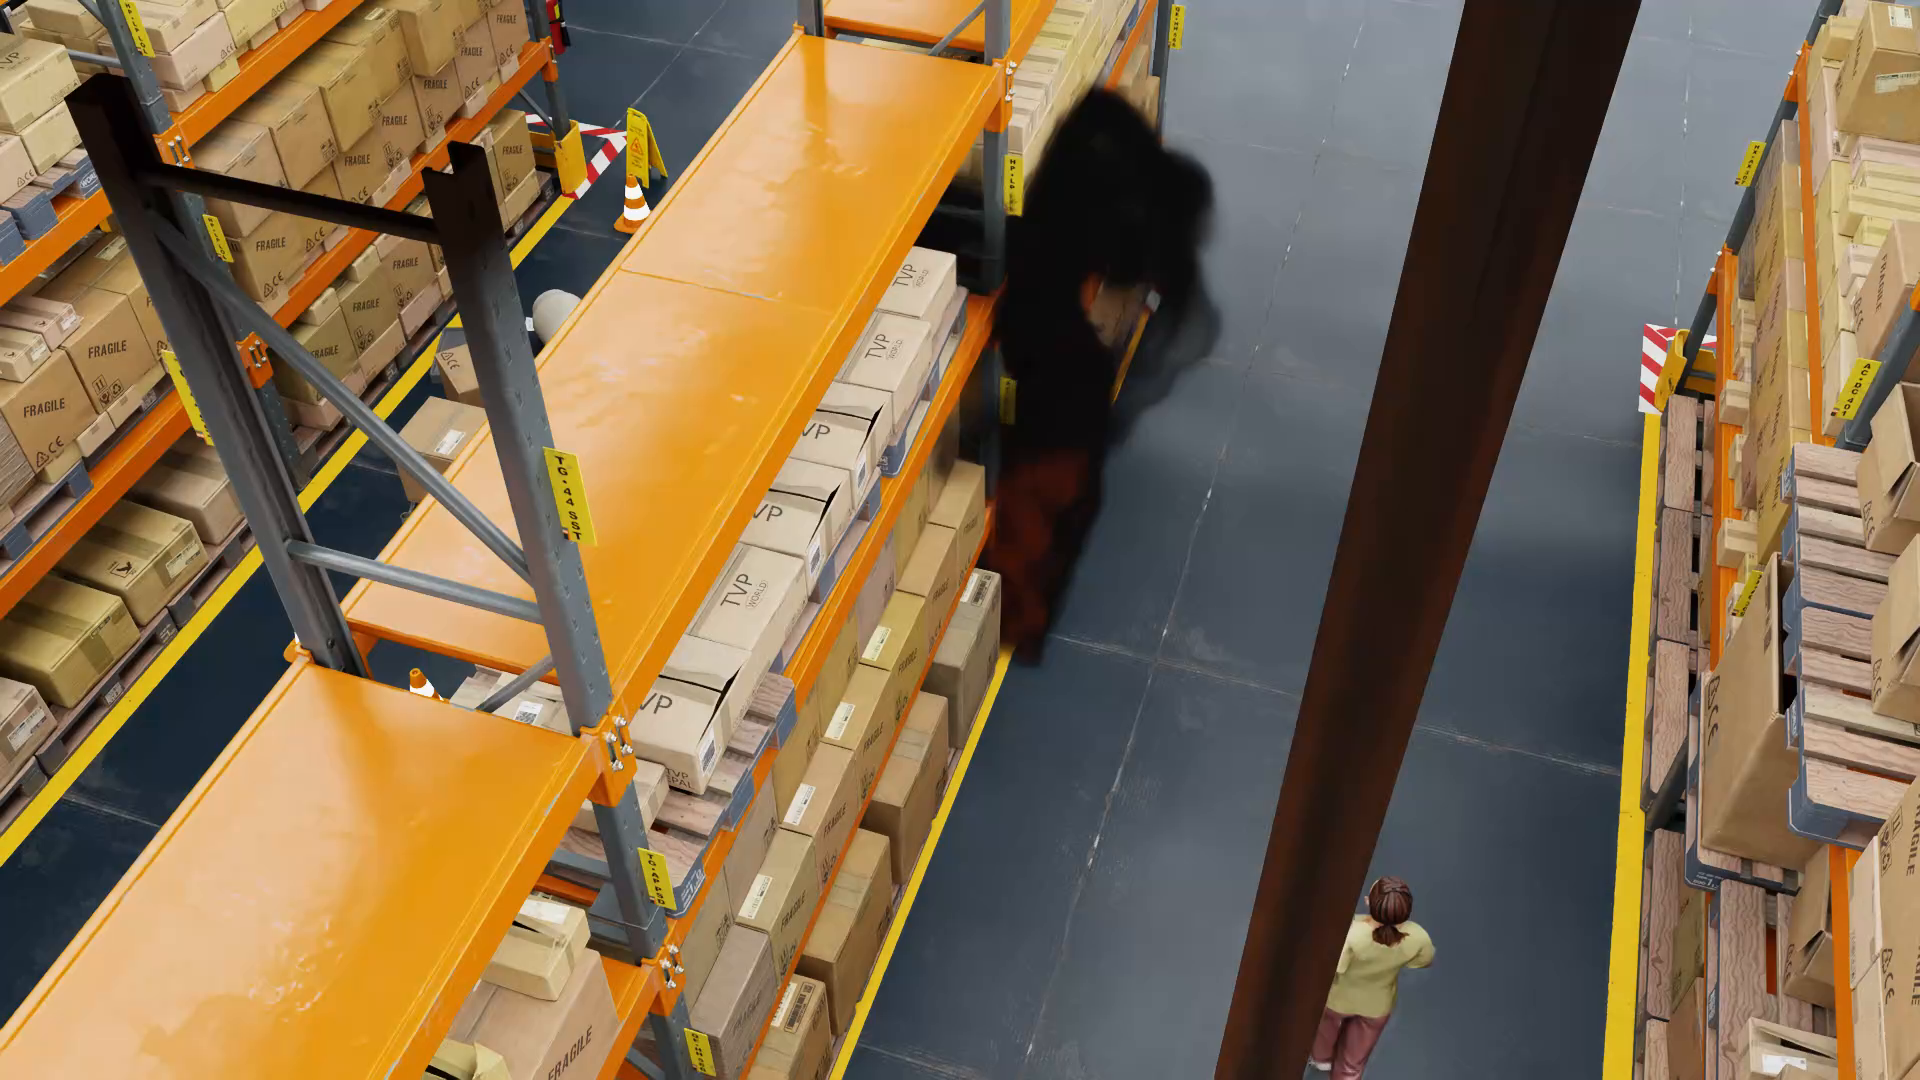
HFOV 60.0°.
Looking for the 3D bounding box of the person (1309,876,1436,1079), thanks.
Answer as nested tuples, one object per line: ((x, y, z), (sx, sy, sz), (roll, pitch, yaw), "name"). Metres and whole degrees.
((1.788, 2.124, 7.555), (0.592, 1.793, 0.721), (6, 46, 6), "person")
